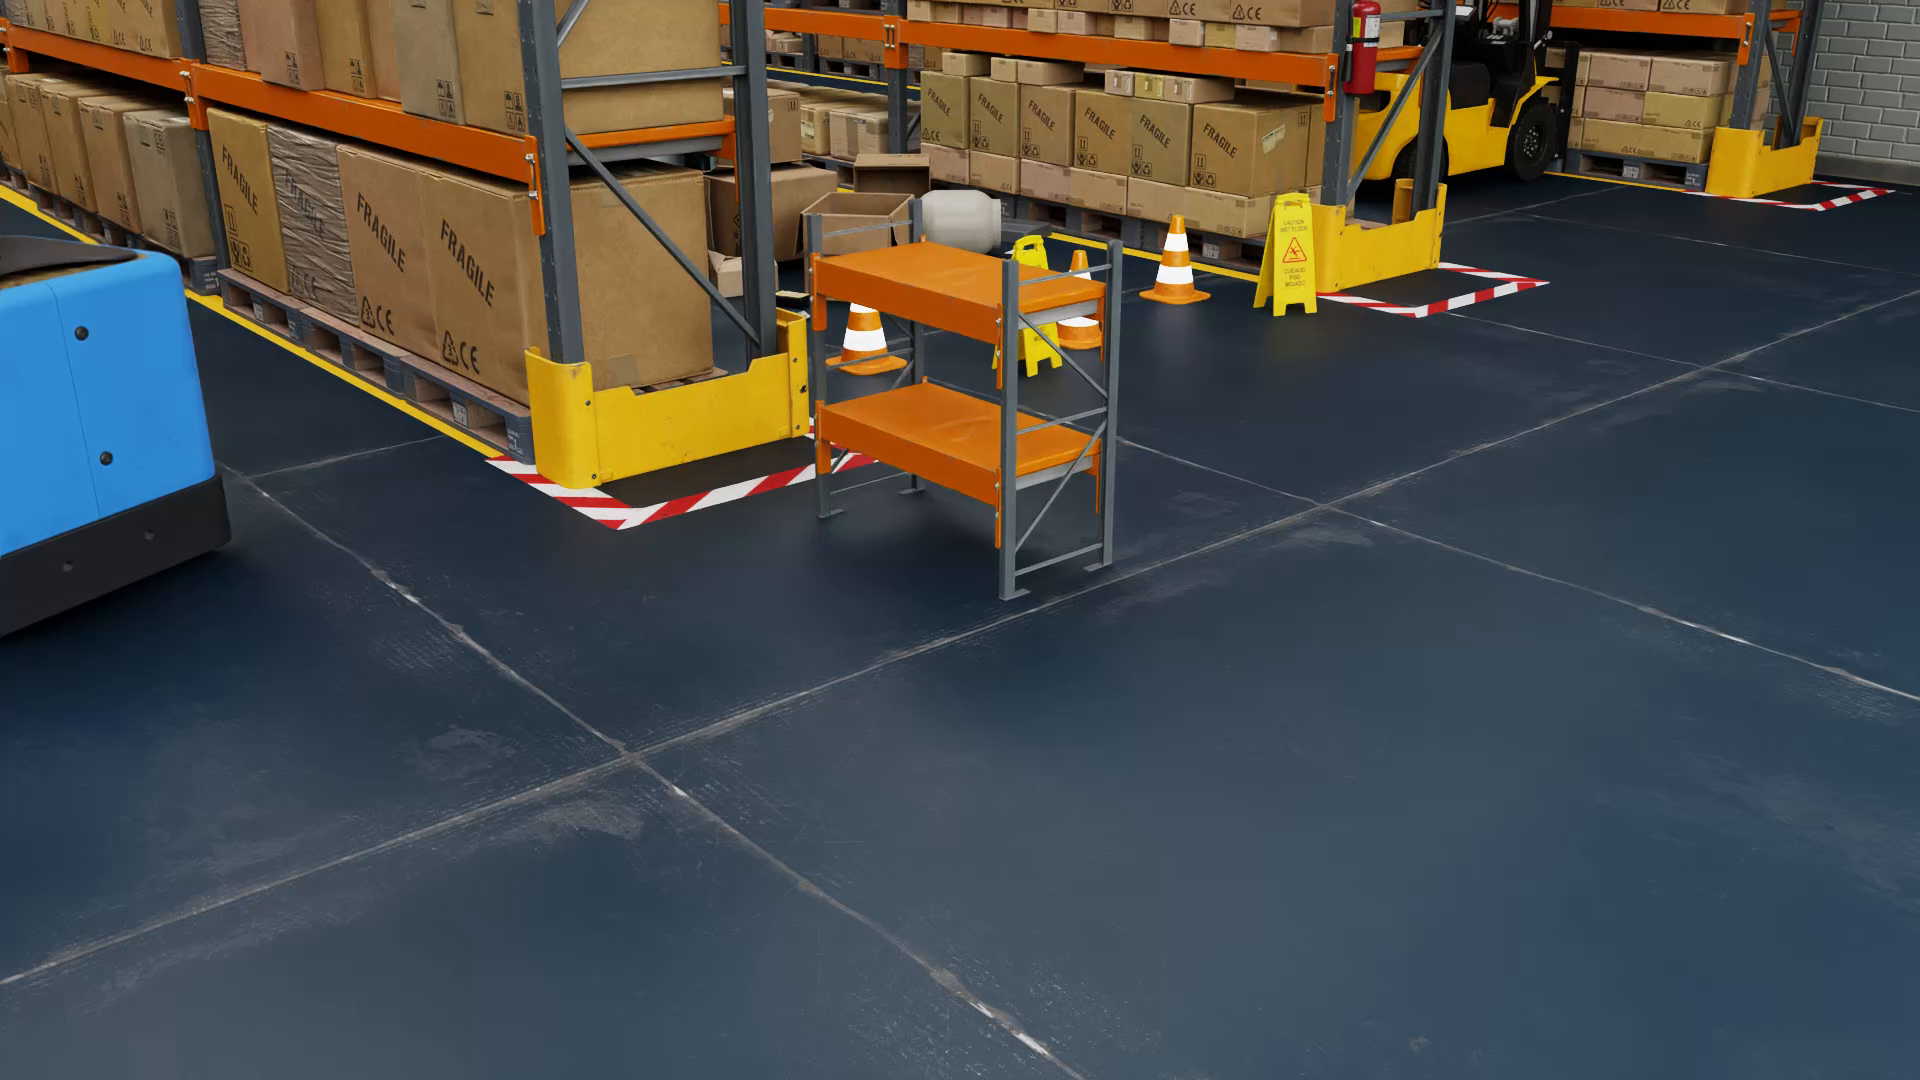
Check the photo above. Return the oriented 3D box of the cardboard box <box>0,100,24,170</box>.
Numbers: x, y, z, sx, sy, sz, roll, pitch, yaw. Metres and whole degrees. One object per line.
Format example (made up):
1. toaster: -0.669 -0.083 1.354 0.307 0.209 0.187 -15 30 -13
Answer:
1. cardboard box: -7.042 -3.139 12.738 0.500 0.500 0.500 -18 27 -38

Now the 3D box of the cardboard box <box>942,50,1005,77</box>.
1. cardboard box: 0.098 -3.380 11.776 0.380 0.149 0.250 -17 27 -37

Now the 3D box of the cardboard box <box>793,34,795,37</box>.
1. cardboard box: -2.118 -6.709 22.333 0.380 0.149 0.250 -18 28 -38

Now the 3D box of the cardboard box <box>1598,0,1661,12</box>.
1. cardboard box: 5.398 -4.432 13.050 0.500 0.500 0.500 -16 27 -36

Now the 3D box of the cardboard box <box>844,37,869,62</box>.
1. cardboard box: -1.083 -6.182 20.506 0.500 0.500 0.500 -18 28 -38

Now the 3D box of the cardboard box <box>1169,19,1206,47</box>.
1. cardboard box: 1.495 -3.103 10.138 0.380 0.149 0.250 -17 27 -37

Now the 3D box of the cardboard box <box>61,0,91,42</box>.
1. cardboard box: -5.339 -3.429 10.488 0.500 0.500 0.500 -18 28 -38

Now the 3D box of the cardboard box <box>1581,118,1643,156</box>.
1. cardboard box: 5.387 -3.276 13.430 0.500 0.250 0.500 -17 27 -37

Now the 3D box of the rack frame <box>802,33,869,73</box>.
1. rack frame: -1.583 -7.482 20.974 1.000 3.000 0.127 -17 27 -37

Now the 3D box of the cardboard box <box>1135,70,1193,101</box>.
1. cardboard box: 1.319 -2.865 10.464 0.380 0.149 0.250 -17 27 -37

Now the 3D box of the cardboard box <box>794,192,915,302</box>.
1. cardboard box: -0.572 -1.704 9.645 0.637 0.503 0.797 3 22 9

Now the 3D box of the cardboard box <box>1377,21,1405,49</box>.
1. cardboard box: 2.427 -3.010 9.901 0.380 0.149 0.250 -17 27 -37

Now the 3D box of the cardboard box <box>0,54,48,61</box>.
1. cardboard box: -7.397 -3.632 12.968 0.500 0.250 0.500 -17 27 -37

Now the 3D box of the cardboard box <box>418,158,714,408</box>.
1. cardboard box: -1.685 -1.156 7.159 0.875 0.875 0.875 -17 27 -37

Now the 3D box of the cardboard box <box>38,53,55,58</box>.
1. cardboard box: -7.012 -3.757 13.287 0.500 0.250 0.500 -18 28 -38

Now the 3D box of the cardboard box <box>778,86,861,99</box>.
1. cardboard box: -1.390 -3.595 14.077 0.950 0.372 0.625 -16 27 -36

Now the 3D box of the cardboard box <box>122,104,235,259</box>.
1. cardboard box: -4.276 -2.181 9.948 1.050 0.750 0.750 -18 27 -38

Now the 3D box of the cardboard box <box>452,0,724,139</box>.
1. cardboard box: -1.468 -1.939 6.617 0.875 0.550 0.550 -17 27 -37

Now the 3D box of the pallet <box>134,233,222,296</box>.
1. pallet: -4.364 -1.780 10.238 1.003 0.211 1.213 -17 27 -37

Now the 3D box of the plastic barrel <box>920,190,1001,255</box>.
1. plastic barrel: -0.003 -1.995 10.496 0.512 0.421 0.421 0 21 -1

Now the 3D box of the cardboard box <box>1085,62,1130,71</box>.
1. cardboard box: 1.857 -5.113 17.604 0.875 0.625 0.625 -16 27 -36

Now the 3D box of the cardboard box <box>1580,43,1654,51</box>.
1. cardboard box: 5.433 -4.003 13.915 0.500 0.250 0.500 -18 27 -38

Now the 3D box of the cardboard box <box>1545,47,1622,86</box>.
1. cardboard box: 5.039 -3.877 13.594 0.500 0.250 0.500 -17 27 -37

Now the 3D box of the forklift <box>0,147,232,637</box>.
1. forklift: -4.092 -1.377 5.480 3.031 2.935 1.130 10 23 24

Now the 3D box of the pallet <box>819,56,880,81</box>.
1. pallet: -1.023 -5.968 20.932 1.003 0.211 1.213 -17 27 -37

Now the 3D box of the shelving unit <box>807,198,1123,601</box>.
1. shelving unit: -0.004 -0.526 5.784 0.538 1.125 1.048 -17 27 -37

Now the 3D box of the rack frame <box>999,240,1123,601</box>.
1. rack frame: 0.327 -0.385 5.425 0.500 1.125 0.032 -17 27 -37

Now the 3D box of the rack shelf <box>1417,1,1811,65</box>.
1. rack shelf: 4.945 -4.384 14.051 1.077 0.370 4.000 -17 27 -37

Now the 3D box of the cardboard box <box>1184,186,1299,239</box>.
1. cardboard box: 1.745 -2.065 10.338 0.500 0.250 0.500 -18 27 -38

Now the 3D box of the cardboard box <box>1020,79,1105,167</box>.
1. cardboard box: 0.757 -2.838 11.282 0.500 0.500 0.500 -16 26 -35

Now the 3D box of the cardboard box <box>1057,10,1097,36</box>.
1. cardboard box: 0.857 -3.390 10.871 0.380 0.149 0.250 -18 27 -38

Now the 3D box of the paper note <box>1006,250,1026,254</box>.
1. paper note: 0.385 -1.859 10.689 0.148 0.019 0.142 12 24 27

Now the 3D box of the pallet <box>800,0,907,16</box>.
1. pallet: -0.507 -4.246 12.974 1.003 0.211 1.213 -17 27 -37

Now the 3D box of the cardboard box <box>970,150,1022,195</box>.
1. cardboard box: 0.419 -2.632 11.786 0.500 0.250 0.500 -16 26 -34

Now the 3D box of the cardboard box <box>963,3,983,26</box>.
1. cardboard box: 0.245 -3.685 11.624 0.380 0.149 0.250 -18 27 -38

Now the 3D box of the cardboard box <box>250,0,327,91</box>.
1. cardboard box: -2.914 -2.530 8.124 0.875 0.550 0.550 -17 27 -37

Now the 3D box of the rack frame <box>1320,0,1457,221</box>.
1. rack frame: 2.492 -2.984 9.490 1.000 3.000 0.127 -17 27 -37

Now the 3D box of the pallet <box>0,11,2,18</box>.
1. pallet: -6.960 -4.070 12.526 1.213 0.211 1.003 -17 27 -37

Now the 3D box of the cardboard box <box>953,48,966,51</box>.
1. cardboard box: 0.270 -5.615 19.059 0.500 0.500 0.500 -18 28 -38

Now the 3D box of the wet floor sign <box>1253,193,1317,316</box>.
1. wet floor sign: 1.806 -1.581 9.135 0.267 0.644 0.232 -8 23 -19

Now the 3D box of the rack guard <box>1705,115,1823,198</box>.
1. rack guard: 6.266 -2.996 12.948 1.175 0.500 0.348 -17 27 -37

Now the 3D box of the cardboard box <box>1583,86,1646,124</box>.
1. cardboard box: 5.376 -3.516 13.357 0.500 0.250 0.500 -18 28 -38

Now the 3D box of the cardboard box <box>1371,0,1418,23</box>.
1. cardboard box: 2.393 -3.366 9.920 0.500 0.500 0.500 -18 28 -38

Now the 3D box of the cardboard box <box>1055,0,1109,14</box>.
1. cardboard box: 0.965 -3.676 10.713 0.500 0.500 0.500 -17 27 -37

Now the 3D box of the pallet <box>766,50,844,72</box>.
1. pallet: -2.030 -6.374 21.968 1.003 0.211 1.213 -17 27 -37

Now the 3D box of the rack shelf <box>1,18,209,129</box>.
1. rack shelf: -5.108 -3.100 10.773 1.077 0.370 4.000 -17 27 -37

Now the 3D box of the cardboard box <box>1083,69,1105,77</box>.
1. cardboard box: 0.804 -3.114 11.987 0.500 0.500 0.500 -17 27 -36
